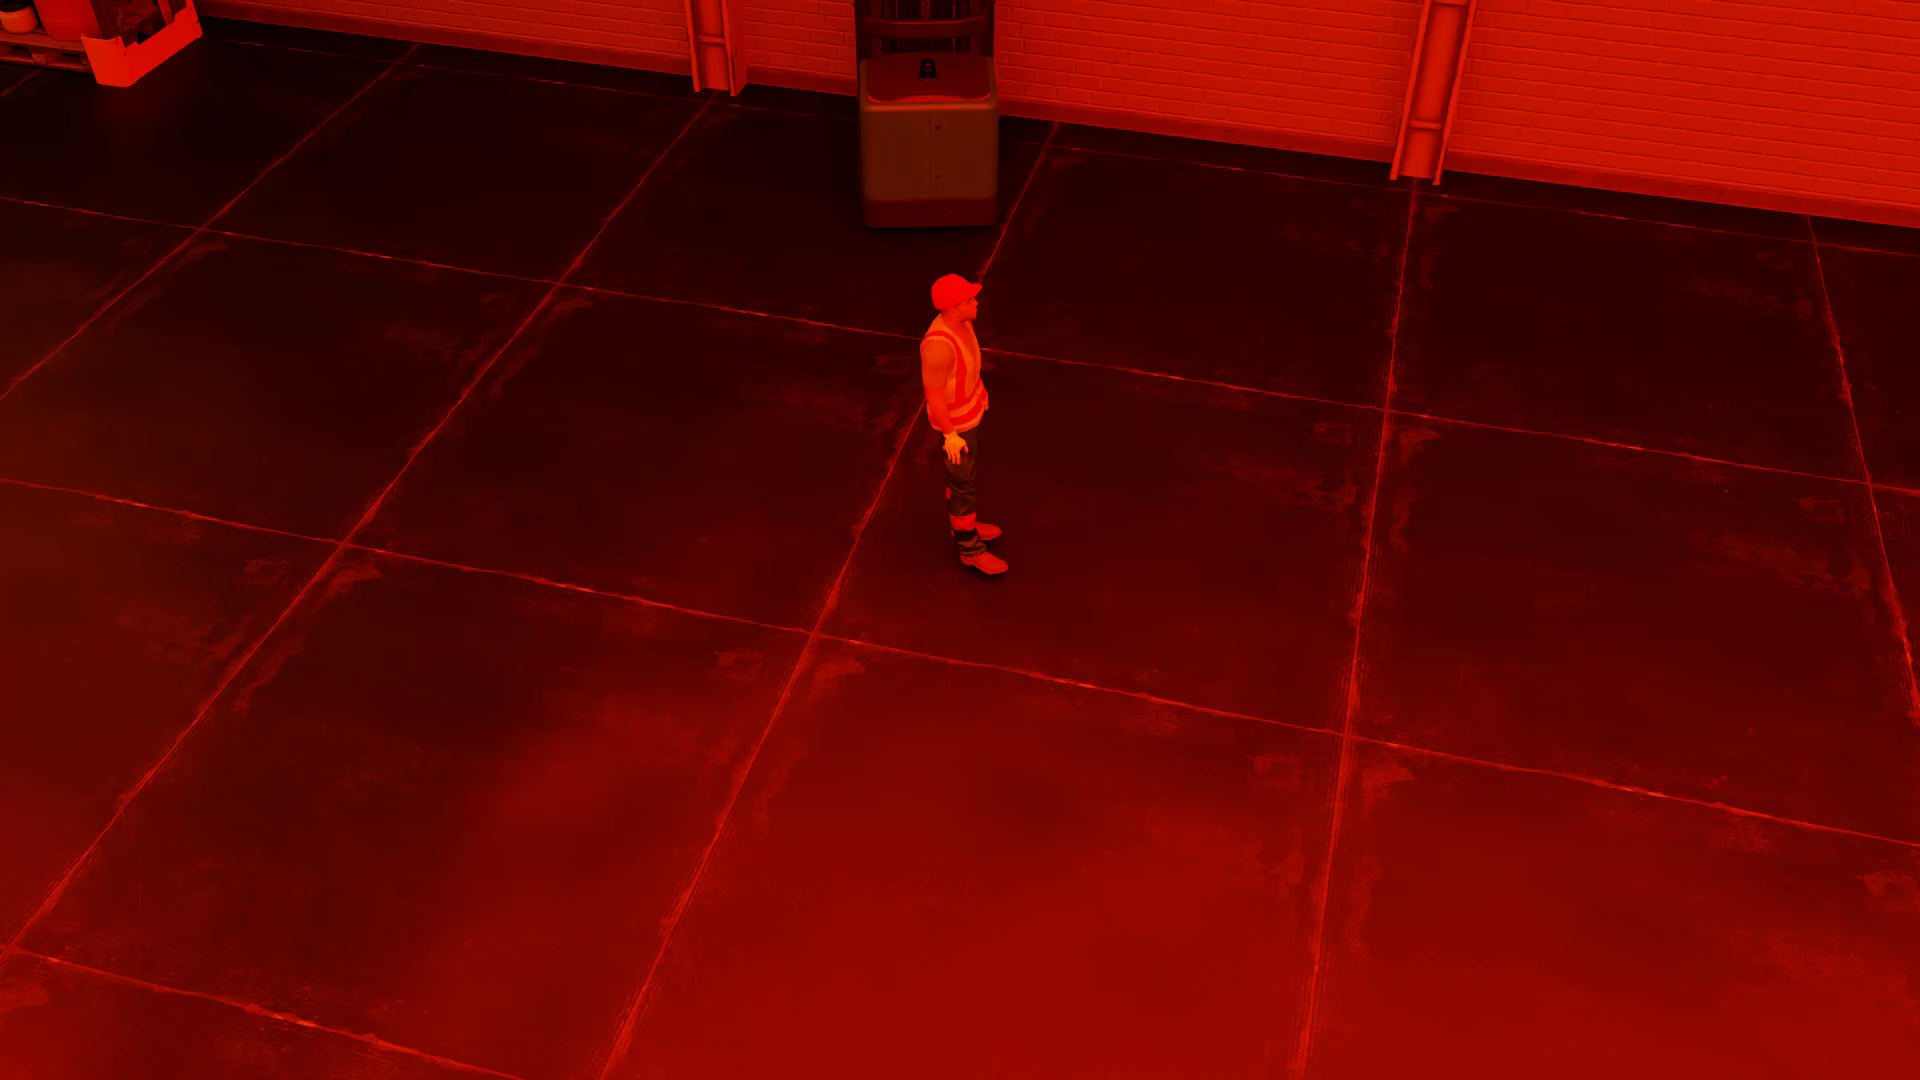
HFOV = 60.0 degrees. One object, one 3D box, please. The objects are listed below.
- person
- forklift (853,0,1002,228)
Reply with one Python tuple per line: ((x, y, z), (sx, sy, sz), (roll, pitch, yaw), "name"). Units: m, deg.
((0.075, -0.687, 9.439), (0.561, 1.789, 0.637), (10, 42, 11), "person")
((-0.288, -4.436, 12.922), (1.130, 2.935, 3.031), (-2, 41, -2), "forklift")
